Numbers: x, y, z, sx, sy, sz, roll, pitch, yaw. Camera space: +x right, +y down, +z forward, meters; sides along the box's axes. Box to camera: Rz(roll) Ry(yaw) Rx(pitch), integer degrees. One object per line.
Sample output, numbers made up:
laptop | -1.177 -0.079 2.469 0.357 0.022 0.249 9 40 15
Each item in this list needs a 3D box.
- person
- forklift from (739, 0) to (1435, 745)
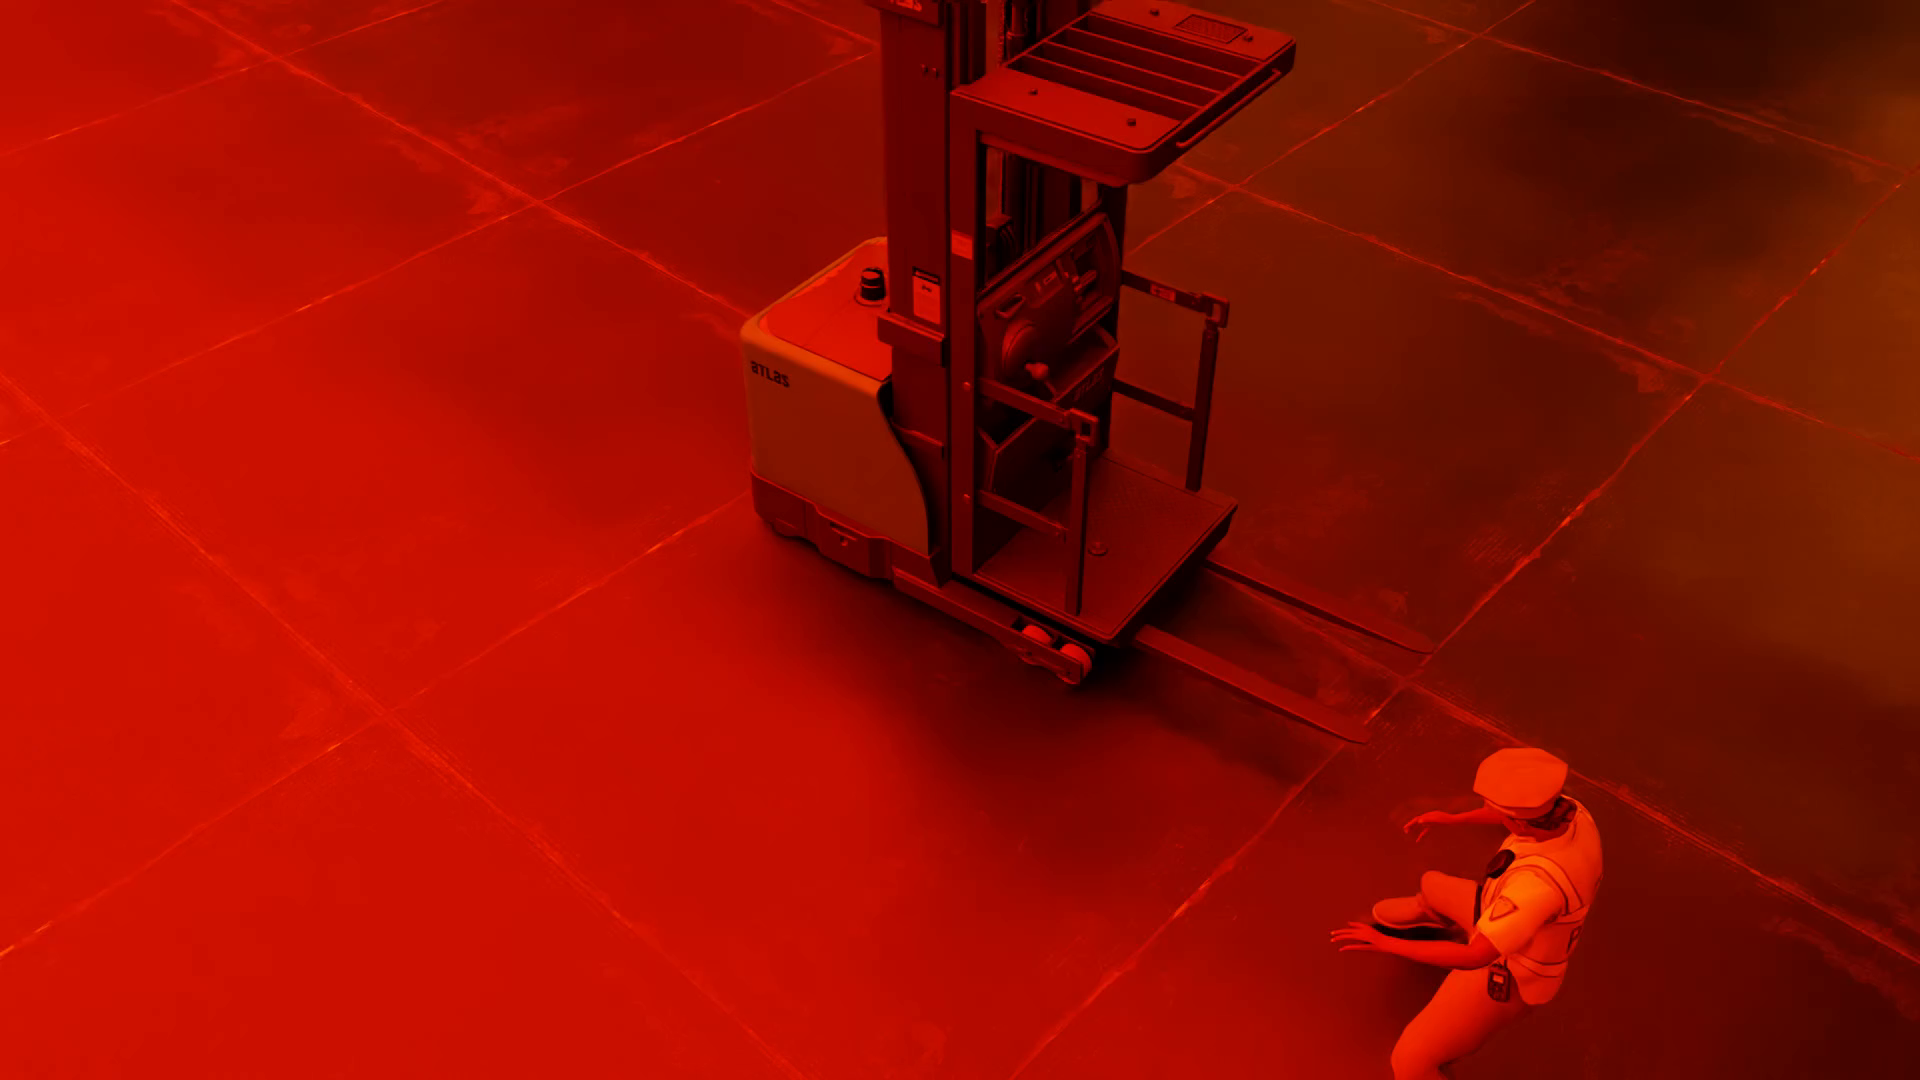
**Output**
person | 1.553 1.209 5.134 0.684 1.433 1.256 20 45 22
forklift | 0.531 -0.906 6.484 3.031 2.935 1.130 25 47 26
